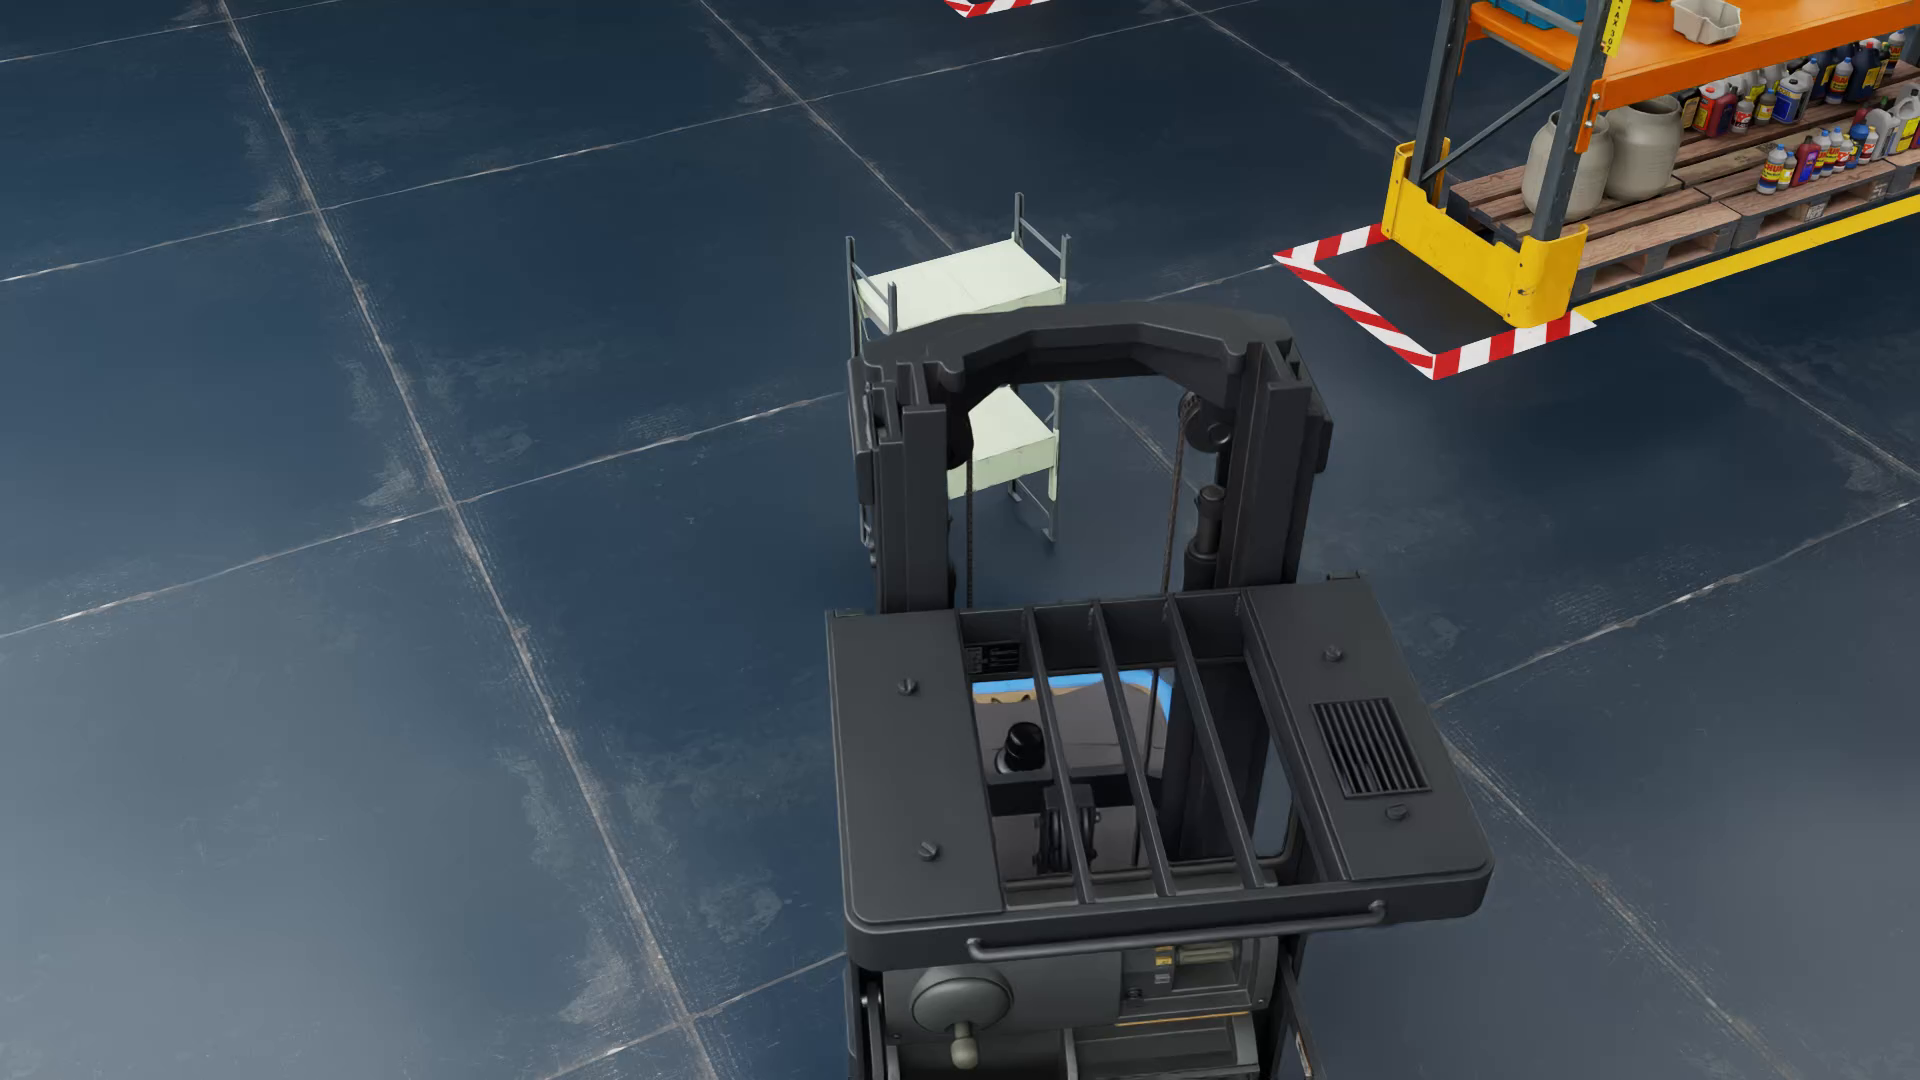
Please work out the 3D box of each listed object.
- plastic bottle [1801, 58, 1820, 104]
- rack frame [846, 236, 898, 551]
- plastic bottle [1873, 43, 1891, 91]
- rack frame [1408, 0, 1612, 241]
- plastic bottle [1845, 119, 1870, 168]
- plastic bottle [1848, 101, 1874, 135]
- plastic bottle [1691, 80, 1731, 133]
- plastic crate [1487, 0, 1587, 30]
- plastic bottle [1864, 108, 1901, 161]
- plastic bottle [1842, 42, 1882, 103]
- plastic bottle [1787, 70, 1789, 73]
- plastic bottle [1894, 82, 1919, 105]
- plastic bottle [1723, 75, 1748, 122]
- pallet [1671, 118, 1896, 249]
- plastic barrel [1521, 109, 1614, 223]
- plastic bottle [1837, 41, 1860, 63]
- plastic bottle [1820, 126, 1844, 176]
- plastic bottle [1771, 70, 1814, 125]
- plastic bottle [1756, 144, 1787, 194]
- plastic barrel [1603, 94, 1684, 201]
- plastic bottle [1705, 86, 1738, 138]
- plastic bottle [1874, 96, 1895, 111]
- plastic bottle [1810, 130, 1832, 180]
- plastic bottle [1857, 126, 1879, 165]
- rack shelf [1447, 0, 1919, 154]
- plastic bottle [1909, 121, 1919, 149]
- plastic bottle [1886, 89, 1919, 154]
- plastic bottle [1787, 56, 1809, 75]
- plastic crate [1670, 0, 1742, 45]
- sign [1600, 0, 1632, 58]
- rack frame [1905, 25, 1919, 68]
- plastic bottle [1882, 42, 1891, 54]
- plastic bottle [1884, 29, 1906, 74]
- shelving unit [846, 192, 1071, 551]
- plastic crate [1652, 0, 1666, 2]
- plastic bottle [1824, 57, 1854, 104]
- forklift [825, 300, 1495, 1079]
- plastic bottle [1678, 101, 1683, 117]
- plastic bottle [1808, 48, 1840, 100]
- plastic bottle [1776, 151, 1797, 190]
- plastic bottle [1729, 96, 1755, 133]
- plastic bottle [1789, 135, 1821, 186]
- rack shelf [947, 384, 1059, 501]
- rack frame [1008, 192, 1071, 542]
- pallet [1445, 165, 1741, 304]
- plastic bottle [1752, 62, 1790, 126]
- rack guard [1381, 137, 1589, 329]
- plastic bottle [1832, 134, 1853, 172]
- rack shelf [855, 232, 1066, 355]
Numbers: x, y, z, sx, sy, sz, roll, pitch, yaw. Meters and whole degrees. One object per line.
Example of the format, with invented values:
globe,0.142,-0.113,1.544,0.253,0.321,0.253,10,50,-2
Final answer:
plastic bottle,5.063,-2.746,9.944,0.097,0.271,0.097,0,40,0
rack frame,-0.331,-0.461,6.634,0.023,1.500,0.400,-19,44,-21
plastic bottle,5.542,-2.859,10.067,0.133,0.283,0.061,-19,44,-21
rack frame,2.704,-2.551,7.942,0.127,3.000,1.000,-19,44,-21
plastic bottle,5.028,-2.232,9.337,0.097,0.271,0.097,0,40,0
plastic bottle,5.161,-2.379,9.501,0.133,0.283,0.061,-19,44,-21
plastic bottle,4.367,-2.538,9.694,0.135,0.276,0.152,-18,44,-20
plastic crate,3.010,-2.815,8.369,0.616,0.251,0.499,-19,44,-21
plastic bottle,5.211,-2.316,9.431,0.135,0.276,0.152,-18,43,-20
plastic bottle,5.411,-2.816,9.964,0.185,0.351,0.144,-19,44,-21
plastic bottle,4.915,-2.714,9.960,0.097,0.201,0.097,0,40,0
plastic bottle,5.553,-2.536,9.691,0.135,0.276,0.152,-19,44,-21
plastic bottle,4.490,-2.579,9.743,0.135,0.276,0.152,-20,44,-22
pallet,4.553,-2.137,9.611,1.213,0.211,1.003,-19,44,-21
plastic barrel,3.252,-2.002,8.894,0.421,0.512,0.421,0,40,0
plastic bottle,5.344,-2.898,10.062,0.185,0.351,0.144,-17,43,-20
plastic bottle,4.849,-2.172,9.265,0.097,0.271,0.097,0,40,0
plastic bottle,4.890,-2.609,9.778,0.135,0.276,0.152,-19,44,-21
plastic bottle,4.456,-2.040,9.109,0.097,0.271,0.097,0,40,0
plastic barrel,3.697,-2.151,9.070,0.421,0.512,0.421,0,40,0
plastic bottle,4.416,-2.480,9.620,0.133,0.283,0.061,-19,44,-21
plastic bottle,5.287,-2.416,9.544,0.133,0.283,0.061,-19,44,-21
plastic bottle,4.760,-2.142,9.230,0.097,0.271,0.097,0,40,0
plastic bottle,5.119,-2.236,9.395,0.097,0.201,0.097,0,40,0
rack shelf,4.478,-2.873,8.879,4.000,0.370,1.077,-19,44,-21
plastic bottle,5.518,-2.388,9.512,0.133,0.283,0.061,-16,43,-18
plastic bottle,5.357,-2.390,9.462,0.185,0.351,0.144,-19,44,-21
plastic bottle,5.011,-2.791,9.987,0.133,0.283,0.061,-17,43,-19
plastic crate,3.646,-2.533,8.125,0.250,0.136,0.298,-19,44,-21
sign,2.954,-2.340,7.478,0.005,0.325,0.100,-19,44,-21
rack frame,6.252,-3.744,9.352,0.127,3.000,1.000,-19,44,-21
plastic bottle,5.676,-2.970,10.262,0.097,0.201,0.097,0,40,0
plastic bottle,5.767,-3.027,10.276,0.097,0.271,0.097,0,40,0
shelving unit,-0.006,-0.570,6.763,0.755,1.500,0.431,-19,44,-21
plastic crate,3.588,-3.005,8.594,0.408,0.251,0.499,-19,44,-21
plastic bottle,5.271,-2.755,9.955,0.097,0.271,0.097,0,40,0
forklift,0.308,1.078,3.708,1.130,2.935,3.031,-4,40,-5
plastic bottle,4.130,-2.450,9.648,0.097,0.201,0.097,0,40,0
plastic bottle,5.177,-2.842,9.995,0.185,0.351,0.144,-20,44,-22
plastic bottle,4.548,-2.044,9.168,0.097,0.201,0.097,0,40,0
plastic bottle,4.564,-2.485,9.689,0.097,0.201,0.097,0,40,0
plastic bottle,4.665,-2.101,9.173,0.133,0.283,0.061,-18,43,-20
rack shelf,-0.006,-0.322,6.974,0.720,0.370,0.431,-19,44,-21
rack frame,0.319,-0.680,6.892,0.023,1.500,0.400,-19,44,-21
pallet,3.473,-1.775,9.184,1.213,0.211,1.003,-19,44,-21
plastic bottle,4.779,-2.673,9.796,0.284,0.351,0.242,-19,44,-21
rack guard,2.750,-1.646,8.808,0.348,0.500,1.175,-19,44,-21
plastic bottle,4.937,-2.175,9.323,0.097,0.201,0.097,0,40,0
rack shelf,-0.006,-0.868,6.511,0.720,0.370,0.431,-19,44,-21
